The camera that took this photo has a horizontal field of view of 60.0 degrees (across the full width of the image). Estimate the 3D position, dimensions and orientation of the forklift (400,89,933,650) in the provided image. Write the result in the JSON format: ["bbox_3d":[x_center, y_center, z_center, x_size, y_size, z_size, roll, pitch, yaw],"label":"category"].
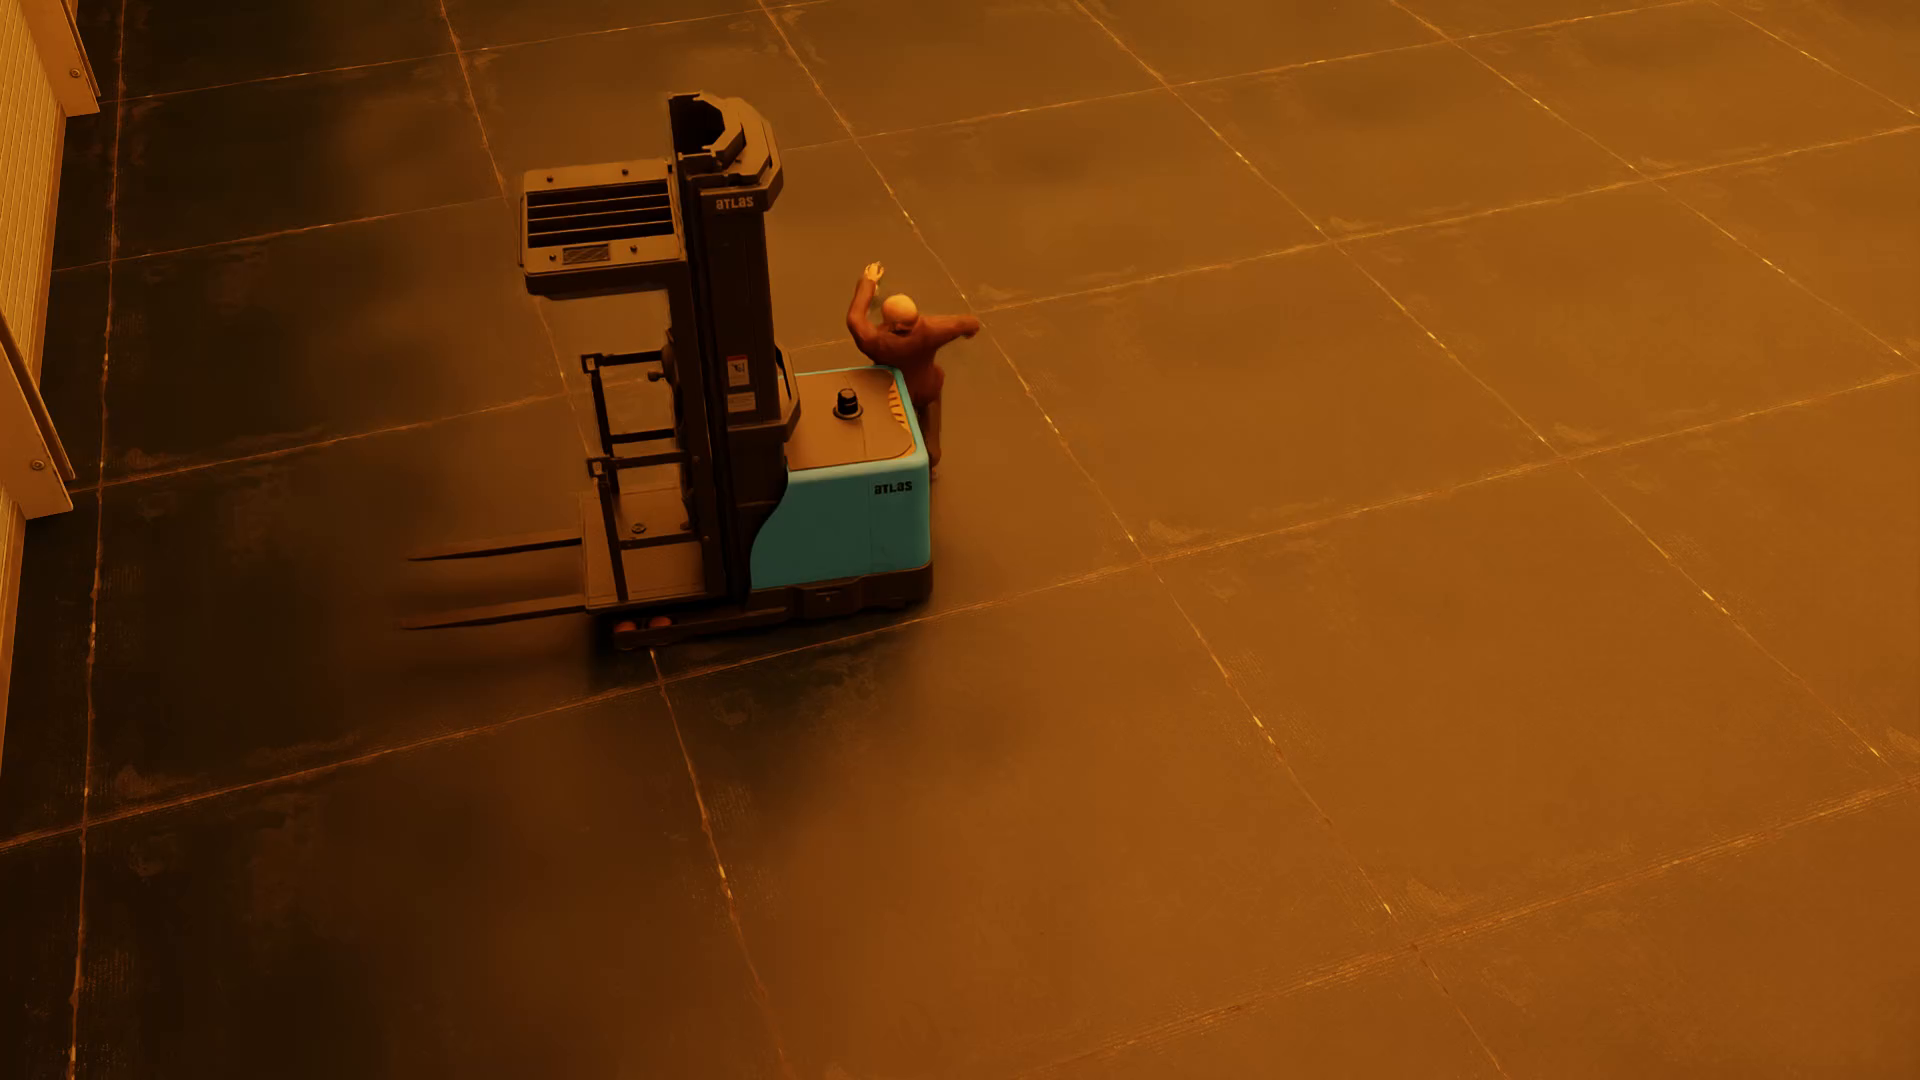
[{"bbox_3d":[-1.729,-0.863,9.024,3.031,2.935,1.130,-8,41,-9],"label":"forklift"}]

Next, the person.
[{"bbox_3d":[-0.253,-1.006,10.243,0.979,1.559,0.893,-27,47,-28],"label":"person"}]
